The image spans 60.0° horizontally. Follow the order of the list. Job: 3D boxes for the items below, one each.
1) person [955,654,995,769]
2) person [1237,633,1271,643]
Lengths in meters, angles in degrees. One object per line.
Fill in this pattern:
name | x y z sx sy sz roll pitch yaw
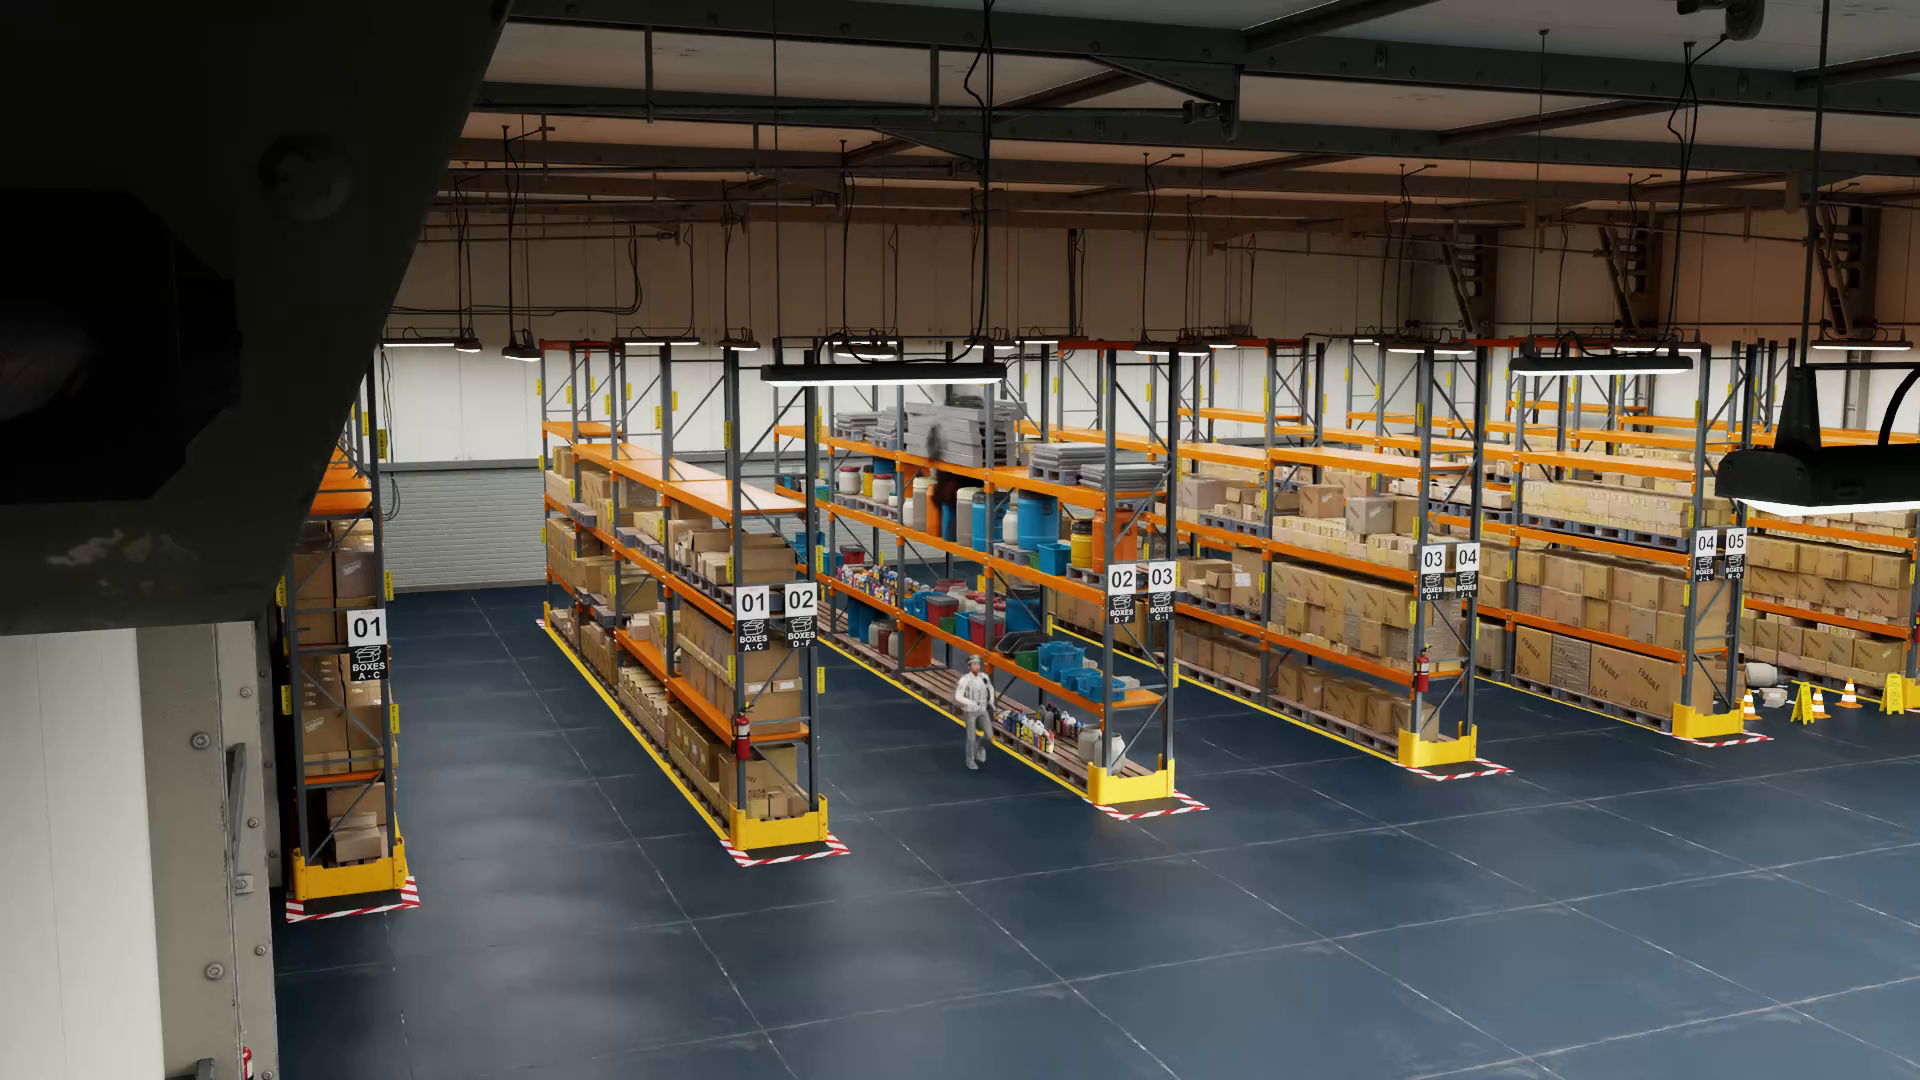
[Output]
person | 0.255 2.446 23.629 0.649 1.664 0.545 -3 8 -21
person | 5.674 1.380 31.659 0.654 1.711 0.897 -4 8 -28
